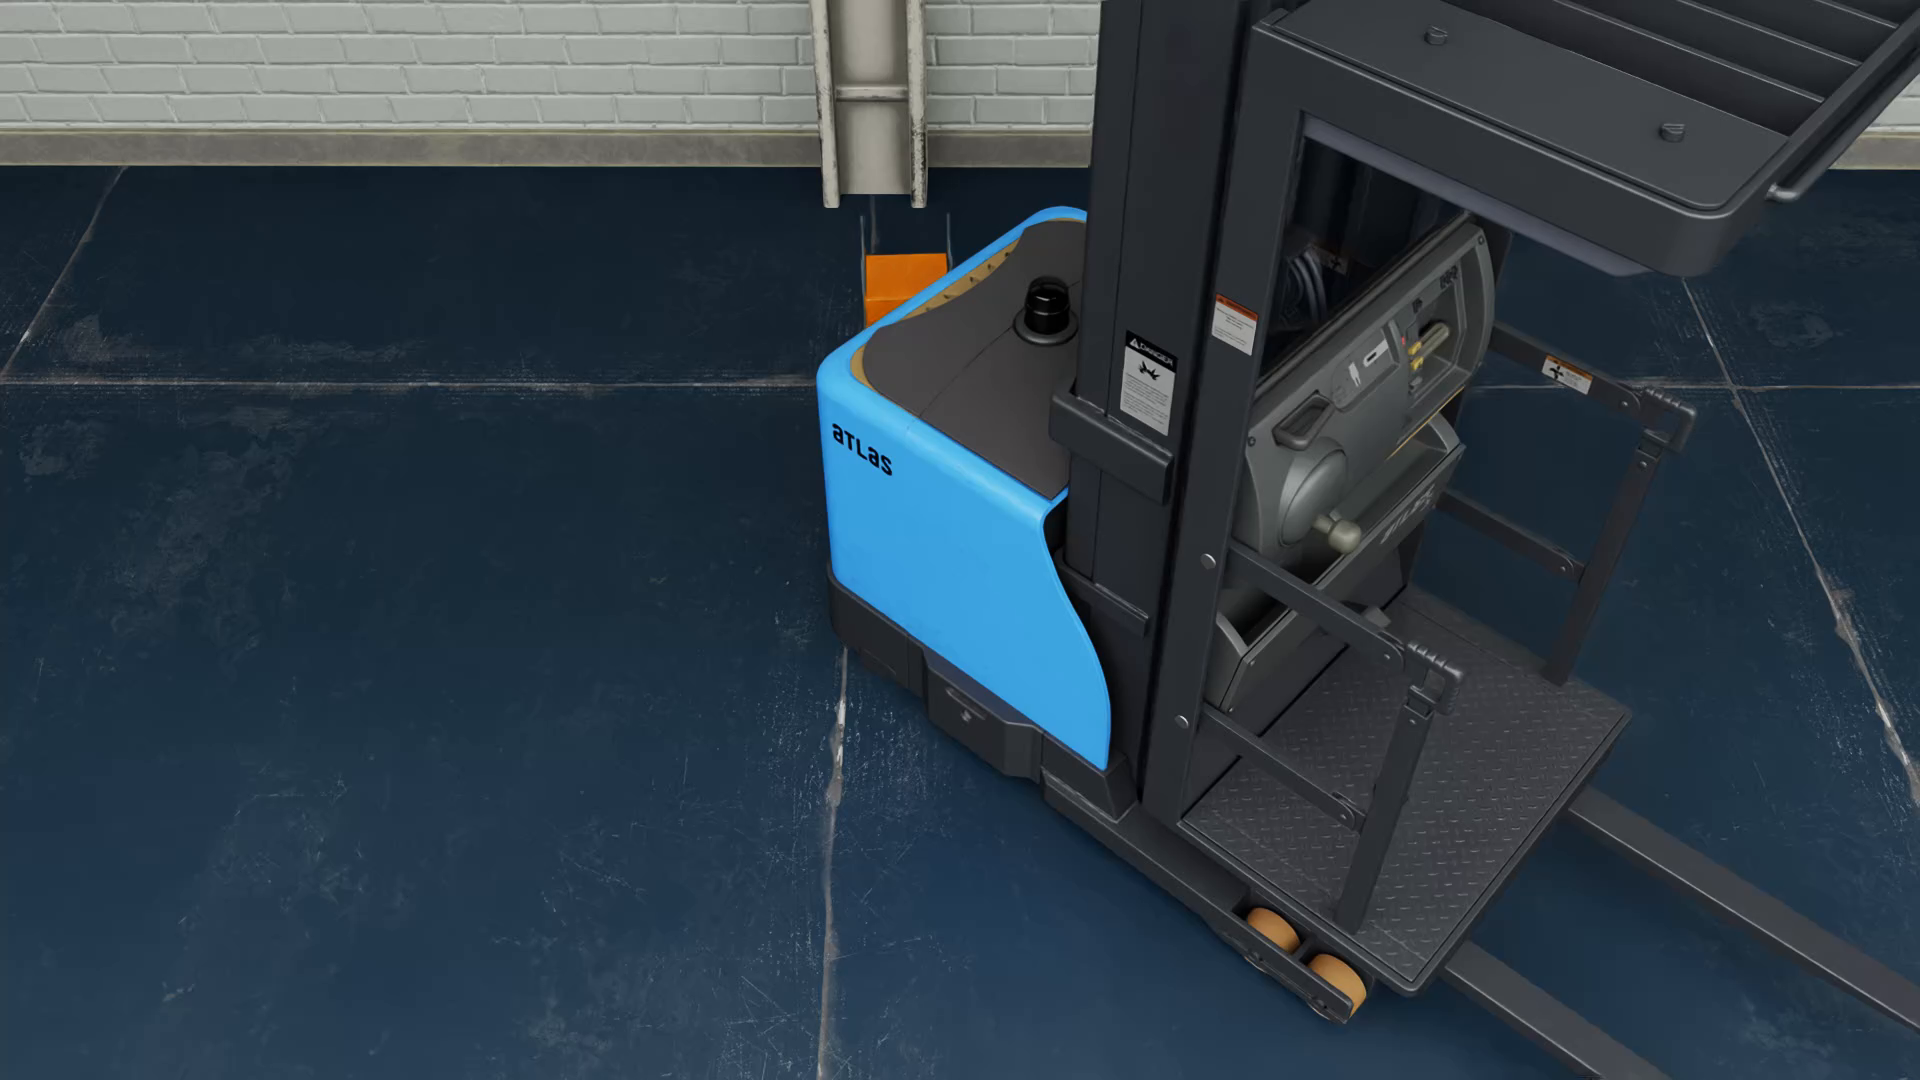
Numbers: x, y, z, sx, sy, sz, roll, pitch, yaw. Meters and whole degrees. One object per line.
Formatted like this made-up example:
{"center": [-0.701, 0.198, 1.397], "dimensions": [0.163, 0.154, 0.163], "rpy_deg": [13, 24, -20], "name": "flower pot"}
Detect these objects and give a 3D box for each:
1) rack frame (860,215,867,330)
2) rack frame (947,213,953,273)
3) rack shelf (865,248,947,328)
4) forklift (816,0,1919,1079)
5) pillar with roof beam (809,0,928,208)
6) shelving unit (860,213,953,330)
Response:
{"center": [-0.272, -0.480, 4.979], "dimensions": [0.008, 1.050, 0.200], "rpy_deg": [-2, 47, -2], "name": "rack frame"}
{"center": [-0.028, -0.488, 4.987], "dimensions": [0.008, 1.050, 0.200], "rpy_deg": [-2, 47, -2], "name": "rack frame"}
{"center": [-0.150, -0.670, 4.783], "dimensions": [0.240, 0.259, 0.215], "rpy_deg": [-2, 47, -2], "name": "rack shelf"}
{"center": [1.047, -0.246, 3.477], "dimensions": [3.031, 2.935, 1.130], "rpy_deg": [34, 55, 27], "name": "forklift"}
{"center": [-0.344, -1.317, 0.328], "dimensions": [0.400, 9.000, 9.100], "rpy_deg": [0, 47, 0], "name": "pillar with roof beam"}
{"center": [-0.150, -0.484, 4.983], "dimensions": [0.252, 1.050, 0.215], "rpy_deg": [-2, 47, -2], "name": "shelving unit"}
